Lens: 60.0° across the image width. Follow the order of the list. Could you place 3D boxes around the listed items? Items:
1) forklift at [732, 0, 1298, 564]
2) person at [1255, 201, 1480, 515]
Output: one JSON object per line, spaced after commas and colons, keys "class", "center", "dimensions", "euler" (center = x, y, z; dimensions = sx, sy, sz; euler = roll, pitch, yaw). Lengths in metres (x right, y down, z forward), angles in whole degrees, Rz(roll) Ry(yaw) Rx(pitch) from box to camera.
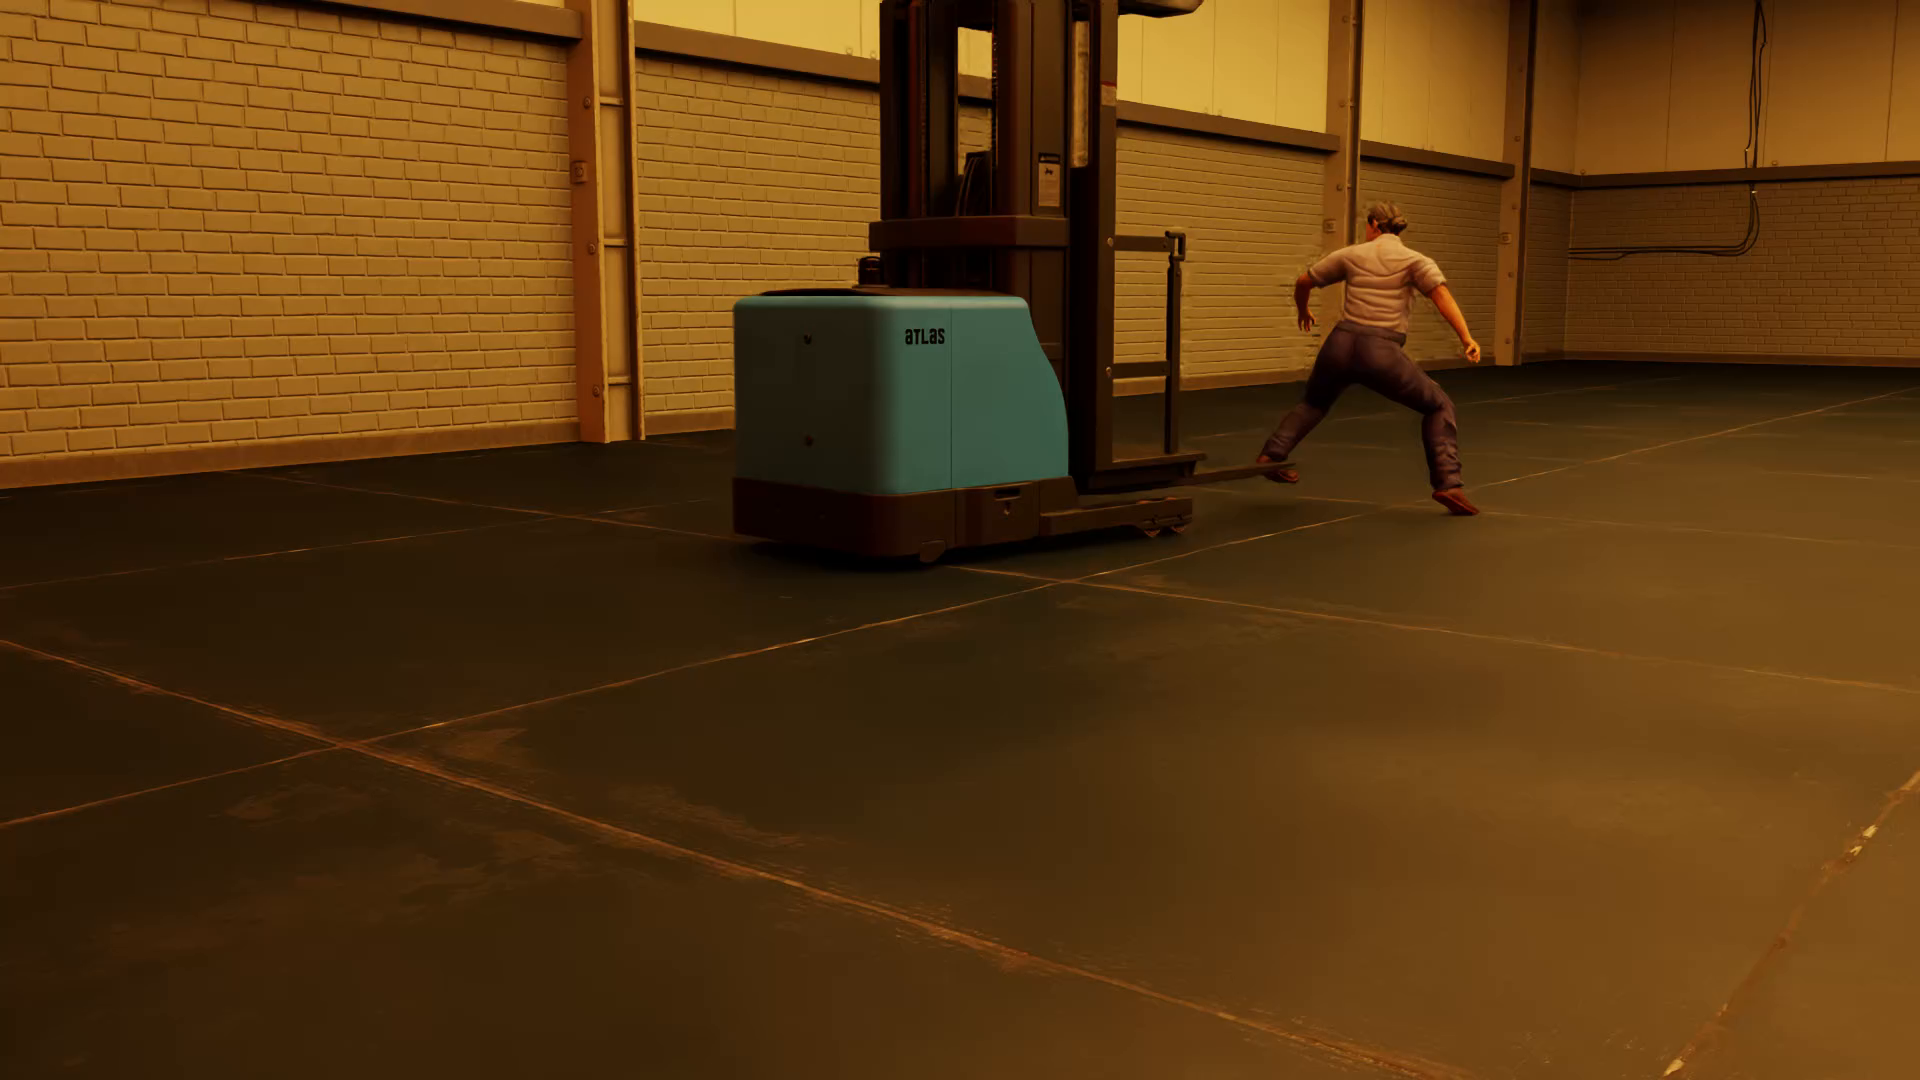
{"class": "forklift", "center": [0.434, -1.514, 7.630], "dimensions": [3.031, 2.935, 1.130], "euler": [-8, 11, -43]}
{"class": "person", "center": [2.096, -0.895, 8.301], "dimensions": [1.125, 1.573, 0.512], "euler": [6, 10, 37]}
